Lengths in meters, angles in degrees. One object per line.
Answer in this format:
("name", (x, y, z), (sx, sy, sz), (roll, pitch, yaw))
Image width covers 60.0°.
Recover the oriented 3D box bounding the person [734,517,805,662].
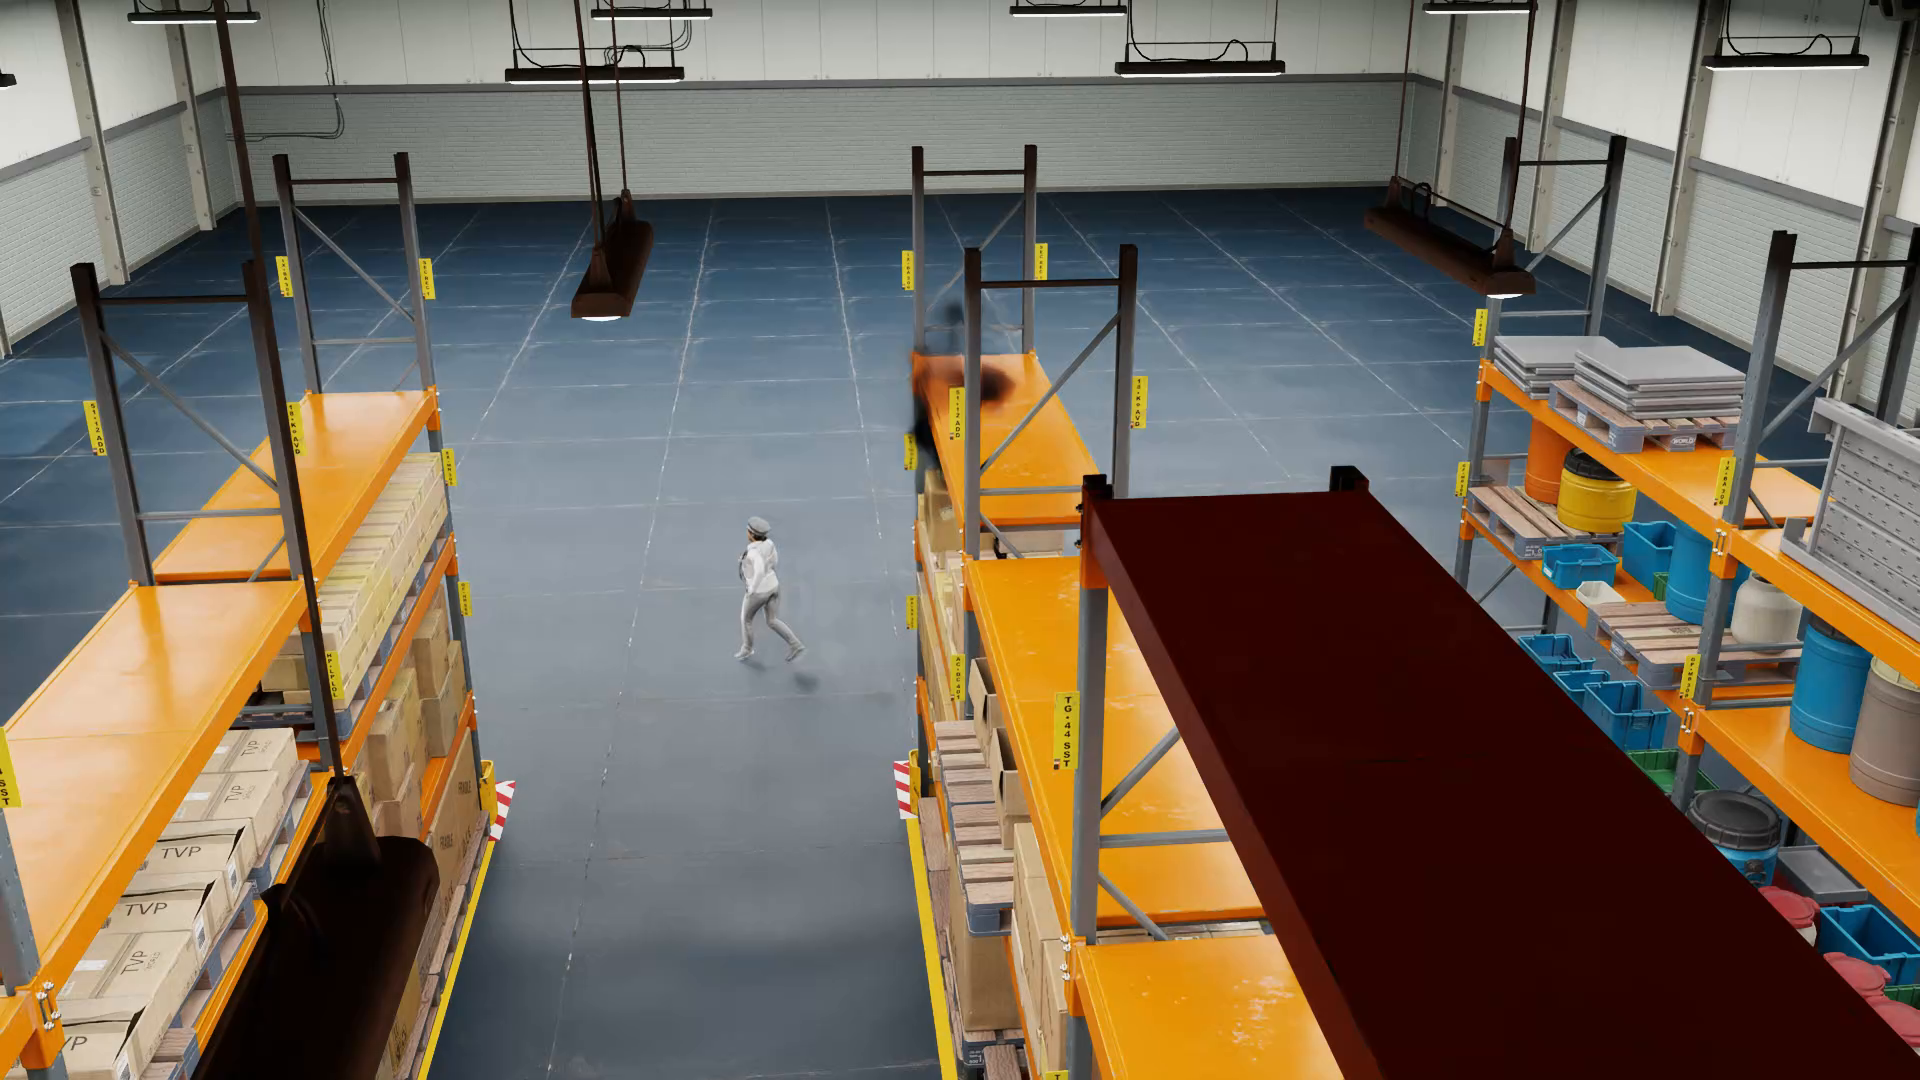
("person", (-2.098, 0.587, 17.905), (0.923, 1.727, 0.623), (13, 25, 29))
